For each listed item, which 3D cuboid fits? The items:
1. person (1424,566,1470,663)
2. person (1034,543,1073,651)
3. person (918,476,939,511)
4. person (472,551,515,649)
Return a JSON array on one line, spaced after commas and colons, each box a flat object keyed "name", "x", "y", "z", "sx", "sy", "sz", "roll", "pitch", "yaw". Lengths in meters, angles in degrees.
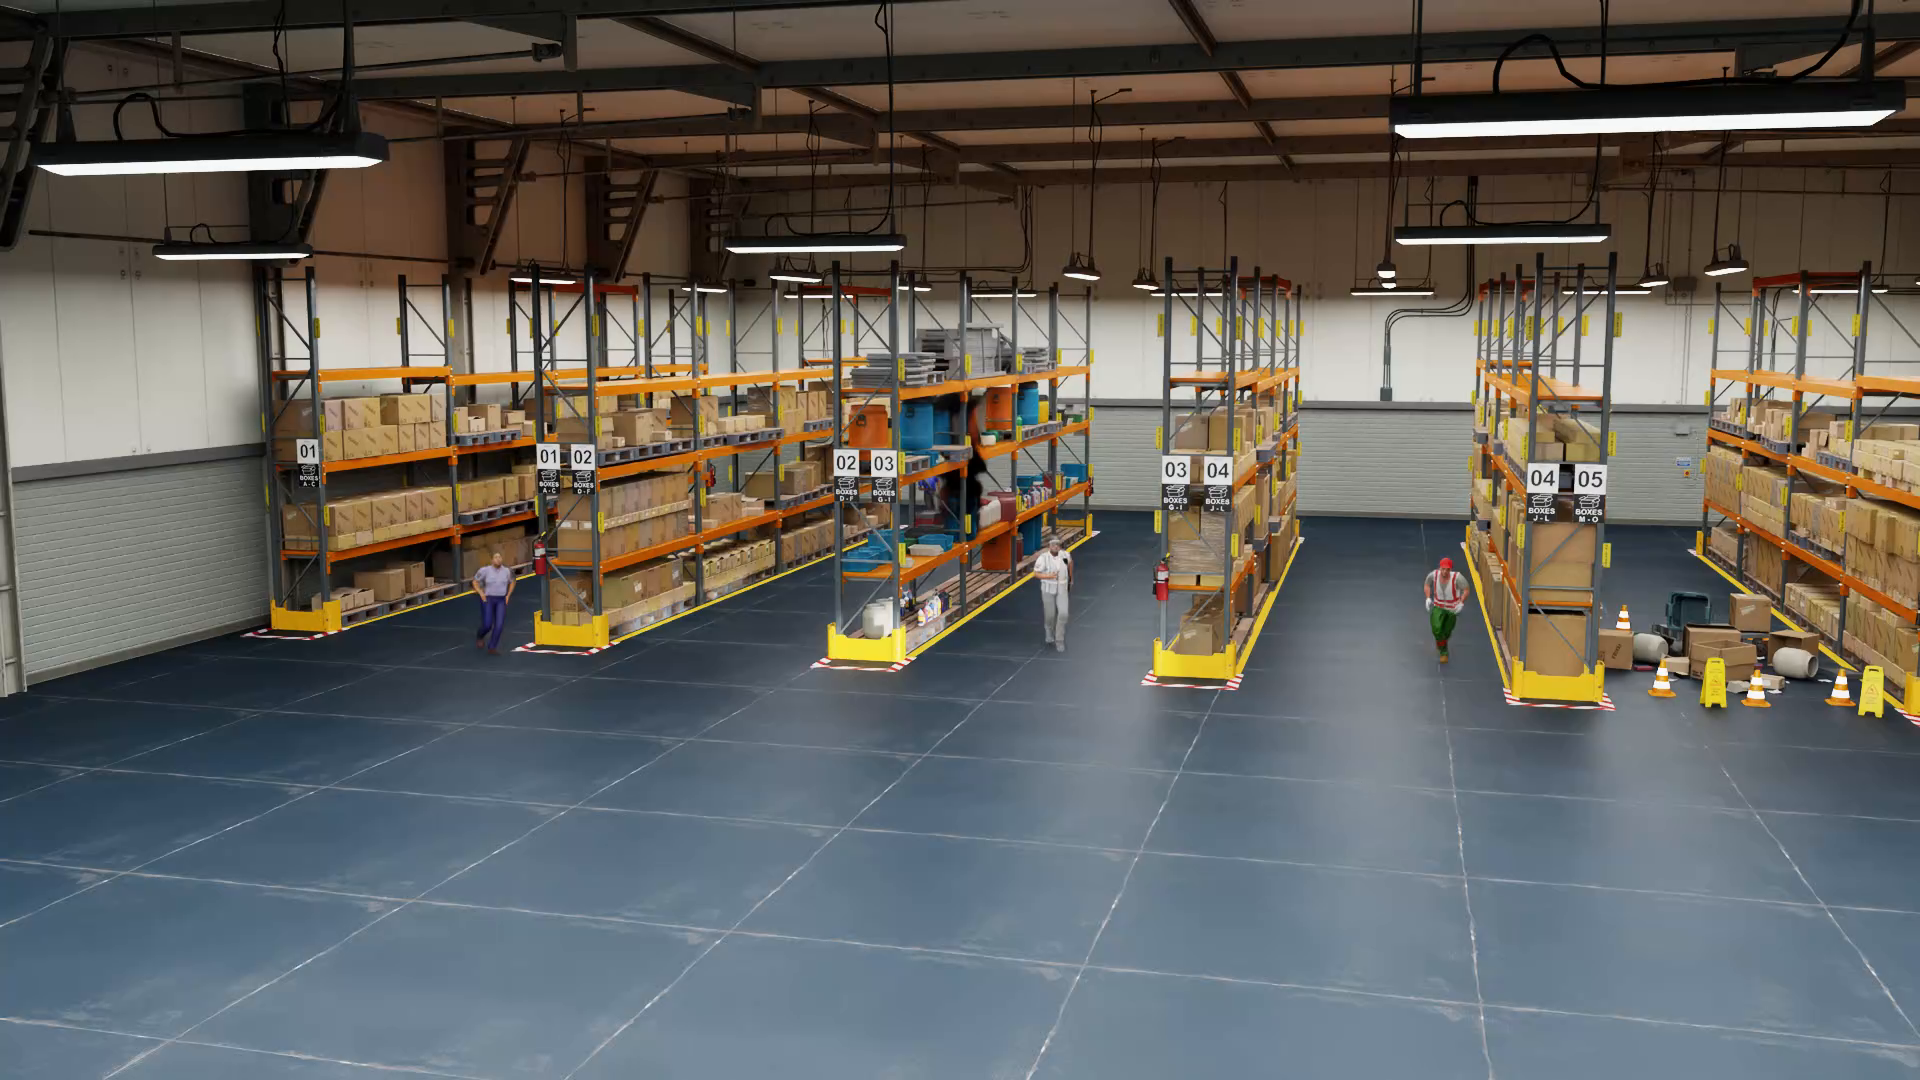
[{"name": "person", "x": 7.384, "y": 1.050, "z": 25.214, "sx": 0.670, "sy": 1.582, "sz": 0.996, "roll": 3, "pitch": 8, "yaw": 22}, {"name": "person", "x": 1.479, "y": 0.865, "z": 26.192, "sx": 0.689, "sy": 1.822, "sz": 0.849, "roll": -1, "pitch": 7, "yaw": -11}, {"name": "person", "x": -0.760, "y": -0.932, "z": 41.268, "sx": 0.570, "sy": 1.493, "sz": 0.719, "roll": 0, "pitch": 7, "yaw": -3}, {"name": "person", "x": -7.196, "y": 0.931, "z": 25.742, "sx": 0.639, "sy": 1.536, "sz": 0.495, "roll": -4, "pitch": 8, "yaw": -31}]
